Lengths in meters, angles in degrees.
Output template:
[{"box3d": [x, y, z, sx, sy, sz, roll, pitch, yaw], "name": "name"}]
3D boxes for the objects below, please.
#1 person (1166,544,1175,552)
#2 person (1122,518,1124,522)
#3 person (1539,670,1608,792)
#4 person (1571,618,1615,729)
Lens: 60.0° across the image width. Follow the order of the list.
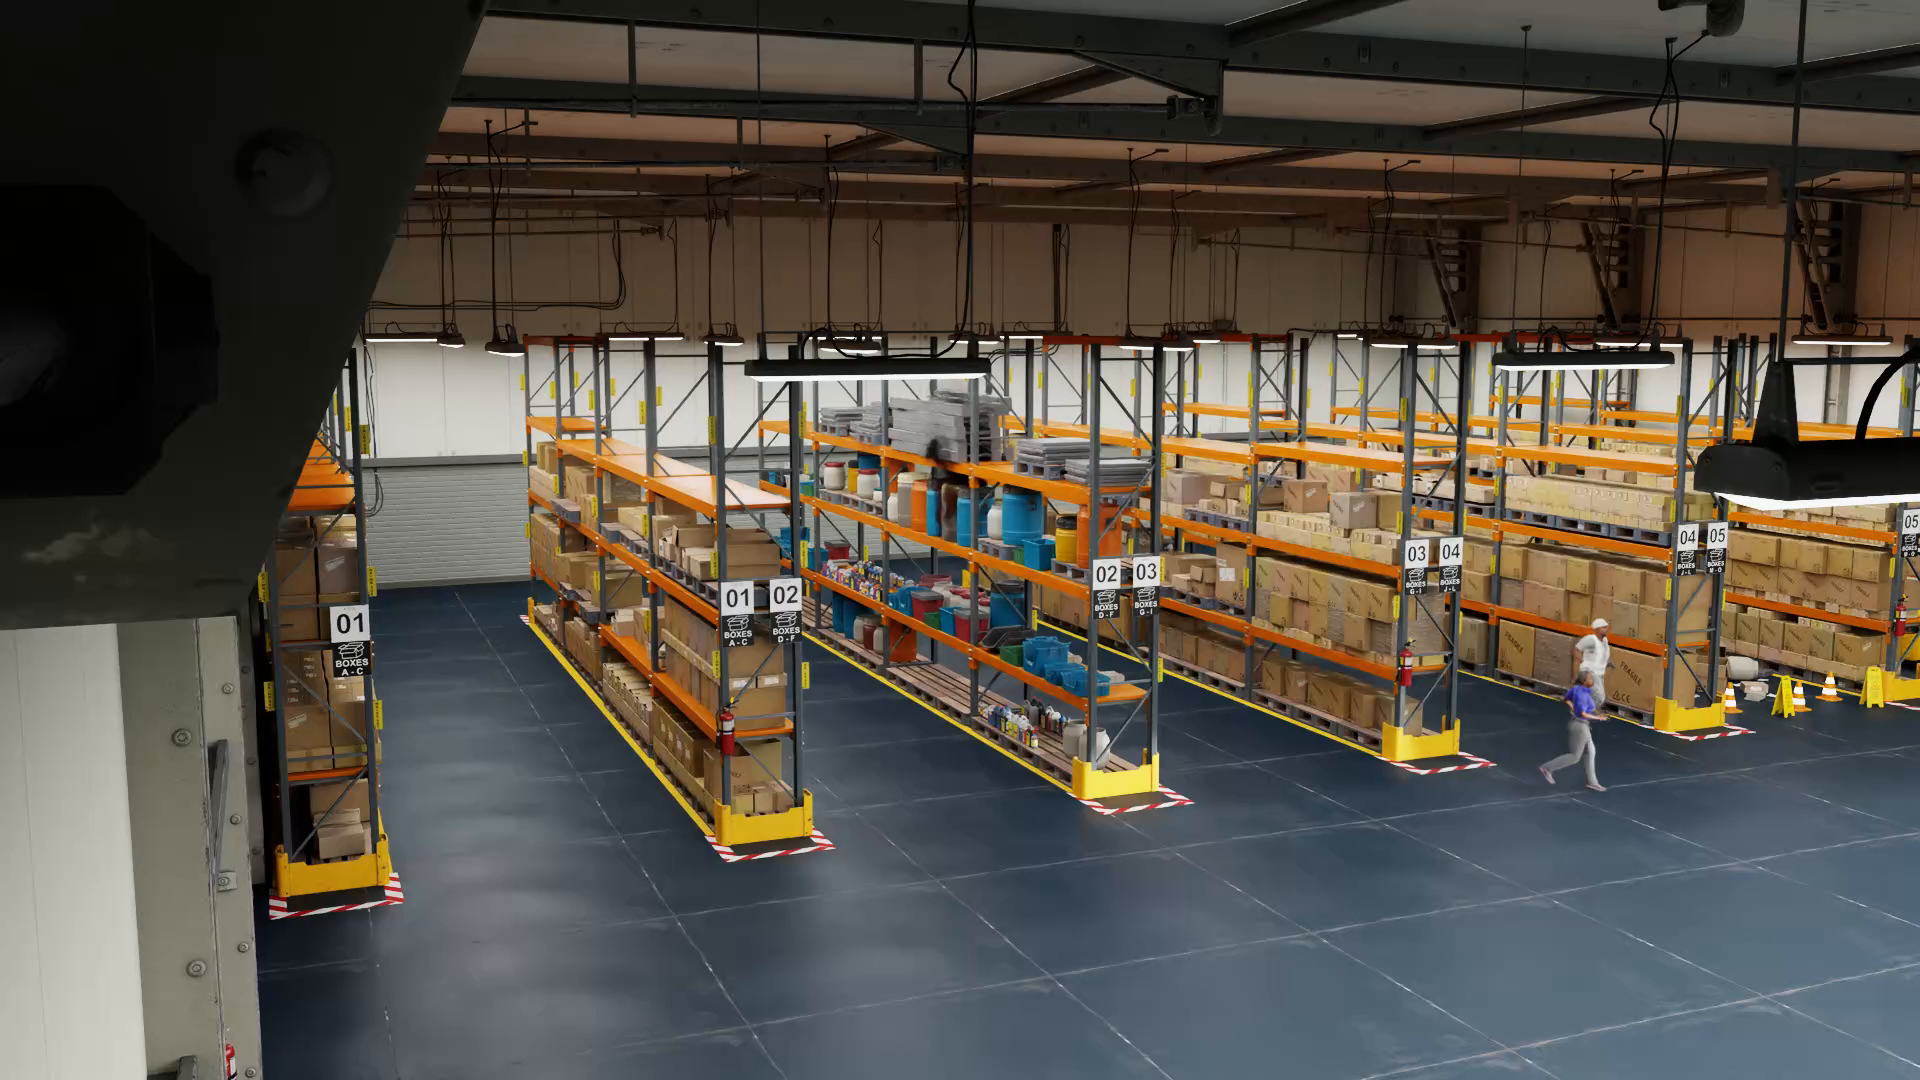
[{"box3d": [4.357, 0.898, 34.730, 0.615, 1.655, 0.762, -5, 9, -33], "name": "person"}, {"box3d": [3.695, 0.245, 39.644, 0.770, 1.666, 0.549, 1, 8, 7], "name": "person"}, {"box3d": [8.273, 2.560, 22.366, 0.908, 1.662, 0.589, 2, 8, 13], "name": "person"}, {"box3d": [9.784, 2.064, 25.622, 0.598, 1.733, 0.666, 7, 11, 44], "name": "person"}]
